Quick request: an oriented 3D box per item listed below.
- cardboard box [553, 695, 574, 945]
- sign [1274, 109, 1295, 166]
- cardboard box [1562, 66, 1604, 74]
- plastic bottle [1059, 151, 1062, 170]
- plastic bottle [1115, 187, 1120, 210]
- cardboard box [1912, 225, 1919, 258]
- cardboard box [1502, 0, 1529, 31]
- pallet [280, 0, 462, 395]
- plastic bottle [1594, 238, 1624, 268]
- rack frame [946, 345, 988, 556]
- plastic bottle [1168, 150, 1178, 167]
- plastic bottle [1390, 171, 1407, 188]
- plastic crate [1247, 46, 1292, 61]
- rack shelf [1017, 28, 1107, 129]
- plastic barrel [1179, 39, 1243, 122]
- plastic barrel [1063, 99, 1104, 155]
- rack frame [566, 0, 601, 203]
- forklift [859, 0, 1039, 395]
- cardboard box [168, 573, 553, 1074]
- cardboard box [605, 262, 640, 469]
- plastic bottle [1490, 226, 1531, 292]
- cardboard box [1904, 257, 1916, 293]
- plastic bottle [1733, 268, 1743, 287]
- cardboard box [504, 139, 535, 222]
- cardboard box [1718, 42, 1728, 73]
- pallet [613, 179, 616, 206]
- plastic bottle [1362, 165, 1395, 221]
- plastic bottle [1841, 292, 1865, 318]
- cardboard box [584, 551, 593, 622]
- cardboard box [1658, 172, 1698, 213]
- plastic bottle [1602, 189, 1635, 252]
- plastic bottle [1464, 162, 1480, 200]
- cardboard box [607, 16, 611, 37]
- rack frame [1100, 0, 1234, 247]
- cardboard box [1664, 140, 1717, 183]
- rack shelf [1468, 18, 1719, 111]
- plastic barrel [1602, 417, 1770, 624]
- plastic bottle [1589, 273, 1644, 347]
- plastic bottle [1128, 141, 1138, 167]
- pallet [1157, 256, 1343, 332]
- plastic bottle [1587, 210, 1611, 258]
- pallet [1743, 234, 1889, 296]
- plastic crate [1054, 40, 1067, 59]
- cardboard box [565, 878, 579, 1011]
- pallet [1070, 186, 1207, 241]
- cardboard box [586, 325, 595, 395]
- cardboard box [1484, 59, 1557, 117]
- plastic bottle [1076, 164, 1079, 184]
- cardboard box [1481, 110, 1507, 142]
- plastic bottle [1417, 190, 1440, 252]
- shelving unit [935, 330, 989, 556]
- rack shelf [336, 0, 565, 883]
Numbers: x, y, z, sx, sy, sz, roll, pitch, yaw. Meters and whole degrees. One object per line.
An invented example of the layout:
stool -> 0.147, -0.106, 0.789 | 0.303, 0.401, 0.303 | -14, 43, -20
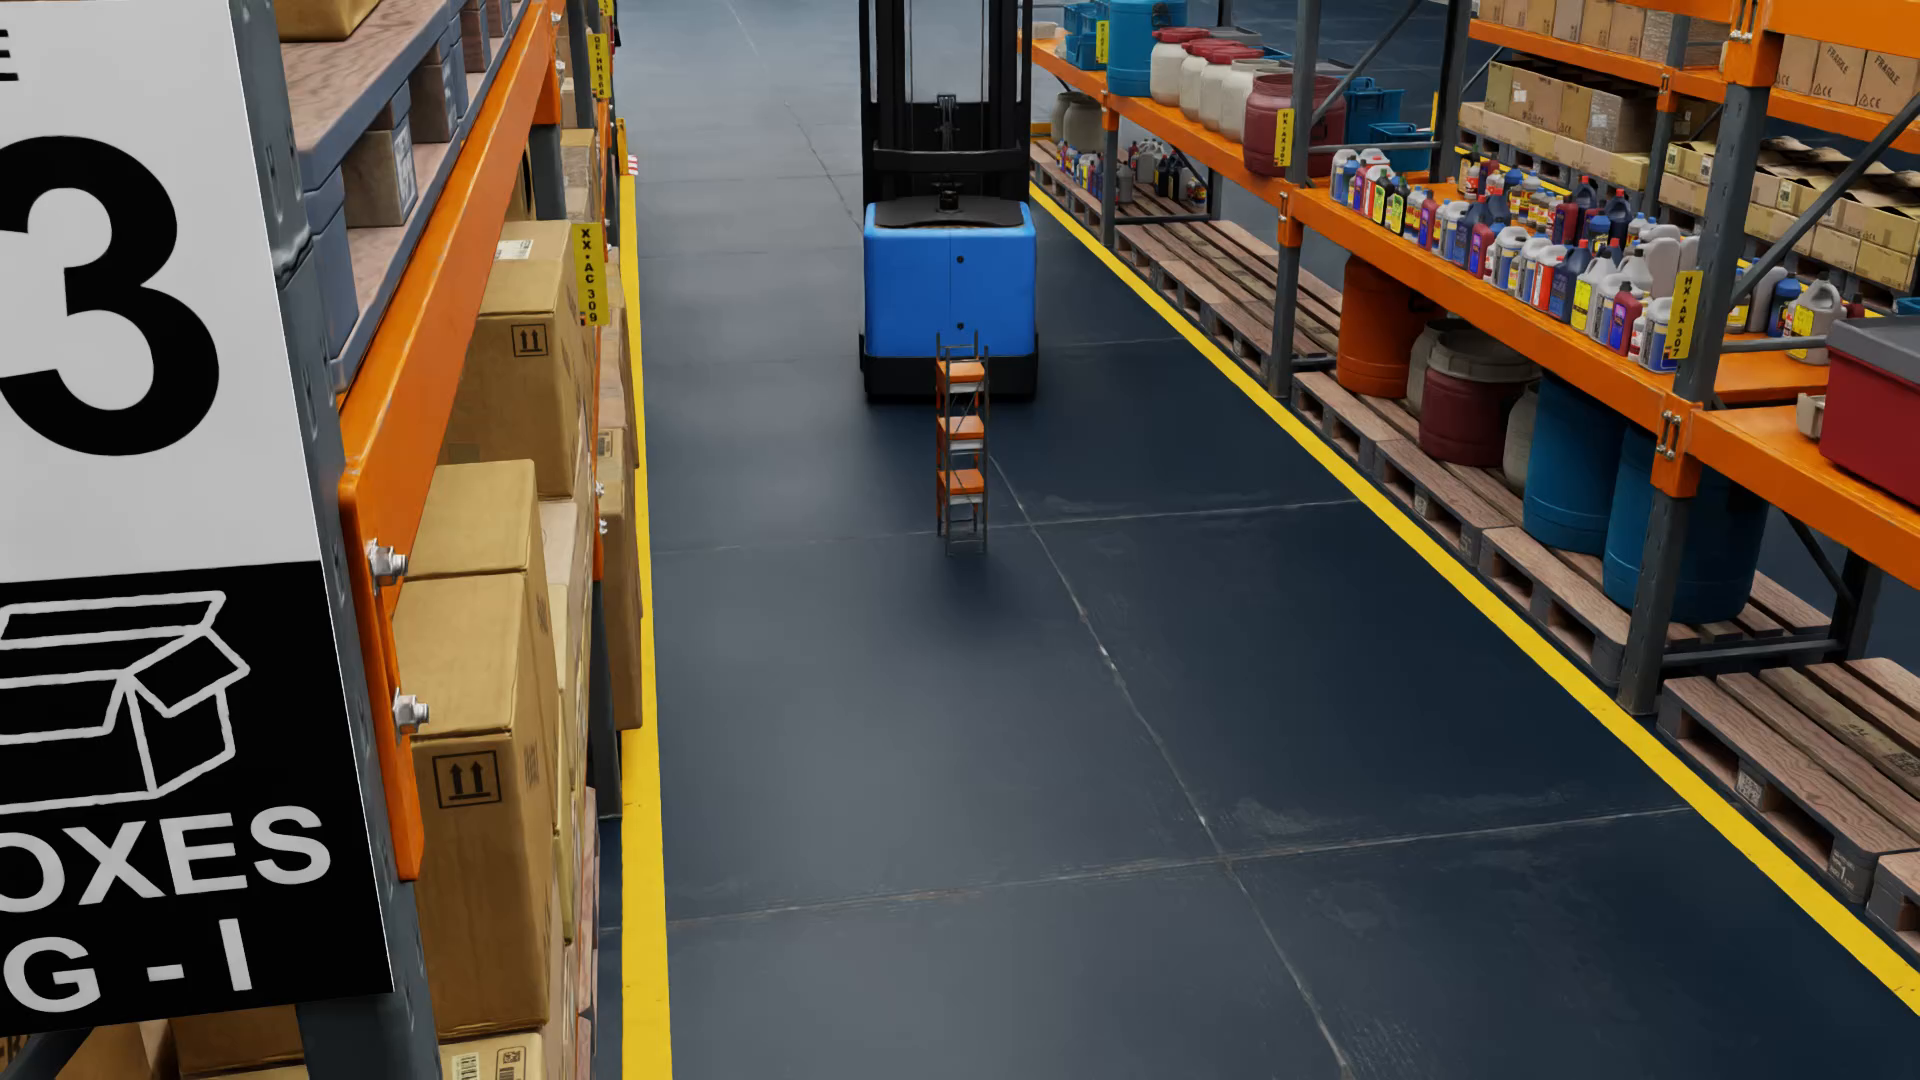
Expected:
cardboard box -> -0.987, 0.535, 3.093 | 0.500, 0.250, 0.500 | -5, 24, -12
sign -> 1.878, -2.331, 9.636 | 0.100, 0.325, 0.005 | -4, 24, -10
cardboard box -> 6.397, -4.507, 16.794 | 0.500, 0.500, 0.500 | -4, 24, -10
plastic bottle -> 0.986, -3.589, 15.666 | 0.097, 0.201, 0.097 | 0, 24, 0
plastic bottle -> 1.304, -2.912, 14.116 | 0.097, 0.201, 0.097 | 0, 24, 0
cardboard box -> 6.947, -2.042, 11.388 | 0.500, 0.311, 0.500 | -4, 24, -8
cardboard box -> 5.982, -5.467, 16.894 | 0.700, 0.500, 0.500 | -4, 24, -8
pallet -> -1.119, -0.412, 1.808 | 1.003, 0.211, 1.213 | -4, 24, -10
plastic bottle -> 2.773, -1.125, 7.139 | 0.144, 0.351, 0.185 | -4, 24, -10
rack frame -> 0.032, -0.412, 7.882 | 0.200, 1.050, 0.008 | -4, 24, -10
plastic bottle -> 1.901, -3.283, 14.780 | 0.144, 0.351, 0.185 | -5, 24, -12
plastic bottle -> 2.319, -1.822, 8.834 | 0.097, 0.271, 0.097 | 0, 24, 0
plastic crate -> 2.187, -3.455, 12.433 | 0.392, 0.384, 0.575 | -4, 24, -10
rack shelf -> 1.307, -4.330, 15.316 | 1.077, 0.370, 4.000 | -4, 24, -10
plastic barrel -> 1.774, -3.254, 11.784 | 0.433, 0.535, 0.433 | 0, 24, 0
plastic barrel -> 1.227, -4.048, 16.356 | 0.421, 0.512, 0.421 | 0, 24, 0
rack frame -> -2.451, -1.933, 8.929 | 1.000, 3.000, 0.127 | -4, 24, -10
forklift -> -0.097, -2.765, 10.919 | 1.130, 2.935, 3.031 | -1, 24, -1
cardboard box -> -0.887, 0.397, 2.473 | 0.500, 0.500, 0.500 | -5, 24, -11
cardboard box -> -2.343, -0.879, 8.645 | 1.225, 0.875, 0.875 | -5, 24, -12
plastic bottle -> 2.537, -1.287, 7.604 | 0.152, 0.276, 0.135 | -4, 24, -10
cardboard box -> 6.949, -1.786, 11.503 | 0.500, 0.250, 0.500 | -4, 24, -8
plastic bottle -> 3.365, -1.076, 7.213 | 0.097, 0.201, 0.097 | 0, 24, 0
cardboard box -> -1.837, -1.116, 5.679 | 0.797, 0.503, 0.637 | -5, 24, -11
cardboard box -> 6.680, -3.979, 13.800 | 0.500, 0.250, 0.500 | -3, 24, -6
pallet -> -3.578, -2.971, 14.789 | 1.003, 0.211, 1.213 | -4, 24, -10
plastic bottle -> 2.265, -1.867, 8.932 | 0.152, 0.276, 0.135 | -4, 24, -10
plastic bottle -> 3.508, -0.849, 6.591 | 0.061, 0.283, 0.133 | -4, 24, -10
cardboard box -> -1.190, 0.154, 4.463 | 0.380, 0.149, 0.250 | -4, 24, -9
cardboard box -> 6.377, -2.994, 14.268 | 0.500, 0.250, 0.500 | -5, 24, -11
plastic bottle -> 3.170, -1.509, 8.020 | 0.144, 0.351, 0.185 | -4, 24, -10
plastic bottle -> 2.914, -2.034, 9.409 | 0.097, 0.201, 0.097 | 0, 24, 0
cardboard box -> -3.645, -4.856, 15.124 | 0.875, 0.500, 0.500 | -4, 24, -10
rack frame -> 1.677, -3.873, 13.370 | 1.000, 3.000, 0.127 | -4, 24, -10
cardboard box -> 6.378, -3.247, 14.146 | 0.500, 0.311, 0.500 | -4, 24, -10
rack shelf -> 6.176, -4.695, 16.152 | 1.077, 0.370, 4.000 | -4, 24, -10
plastic barrel -> 3.073, -0.173, 6.994 | 0.600, 0.901, 0.708 | -4, 24, -10
plastic bottle -> 2.698, -0.944, 6.820 | 0.152, 0.276, 0.135 | -4, 24, -10
plastic bottle -> 1.623, -3.604, 15.599 | 0.061, 0.283, 0.133 | -4, 24, -10
pallet -> 2.090, -1.808, 12.127 | 1.003, 0.211, 1.213 | -4, 24, -10
plastic bottle -> 3.059, -1.447, 7.976 | 0.097, 0.271, 0.097 | 0, 24, 0
pallet -> 6.949, -2.193, 13.007 | 1.003, 0.211, 1.213 | -4, 24, -10
plastic crate -> 1.128, -4.372, 14.843 | 0.530, 0.136, 0.437 | -4, 24, -10
cardboard box -> -0.905, 0.760, 3.075 | 0.380, 0.149, 0.250 | -5, 24, -11
pallet -> 1.594, -2.863, 14.540 | 1.003, 0.211, 1.213 | -4, 24, -10
cardboard box -> -1.644, -0.803, 6.216 | 0.500, 0.500, 0.500 | -4, 24, -10
cardboard box -> 5.781, -4.664, 17.154 | 0.500, 0.500, 0.500 | -4, 24, -10
plastic bottle -> 1.105, -3.336, 15.086 | 0.097, 0.201, 0.097 | 0, 24, 0
cardboard box -> 5.783, -4.320, 17.305 | 0.500, 0.250, 0.500 | -4, 24, -10
plastic bottle -> 2.348, -1.594, 8.298 | 0.061, 0.283, 0.133 | -4, 24, -10
shelving unit -> 0.010, -0.460, 7.992 | 0.215, 1.050, 0.252 | -4, 24, -10
rack shelf -> -1.341, -0.618, 3.069 | 1.077, 0.370, 4.000 | -4, 24, -10
